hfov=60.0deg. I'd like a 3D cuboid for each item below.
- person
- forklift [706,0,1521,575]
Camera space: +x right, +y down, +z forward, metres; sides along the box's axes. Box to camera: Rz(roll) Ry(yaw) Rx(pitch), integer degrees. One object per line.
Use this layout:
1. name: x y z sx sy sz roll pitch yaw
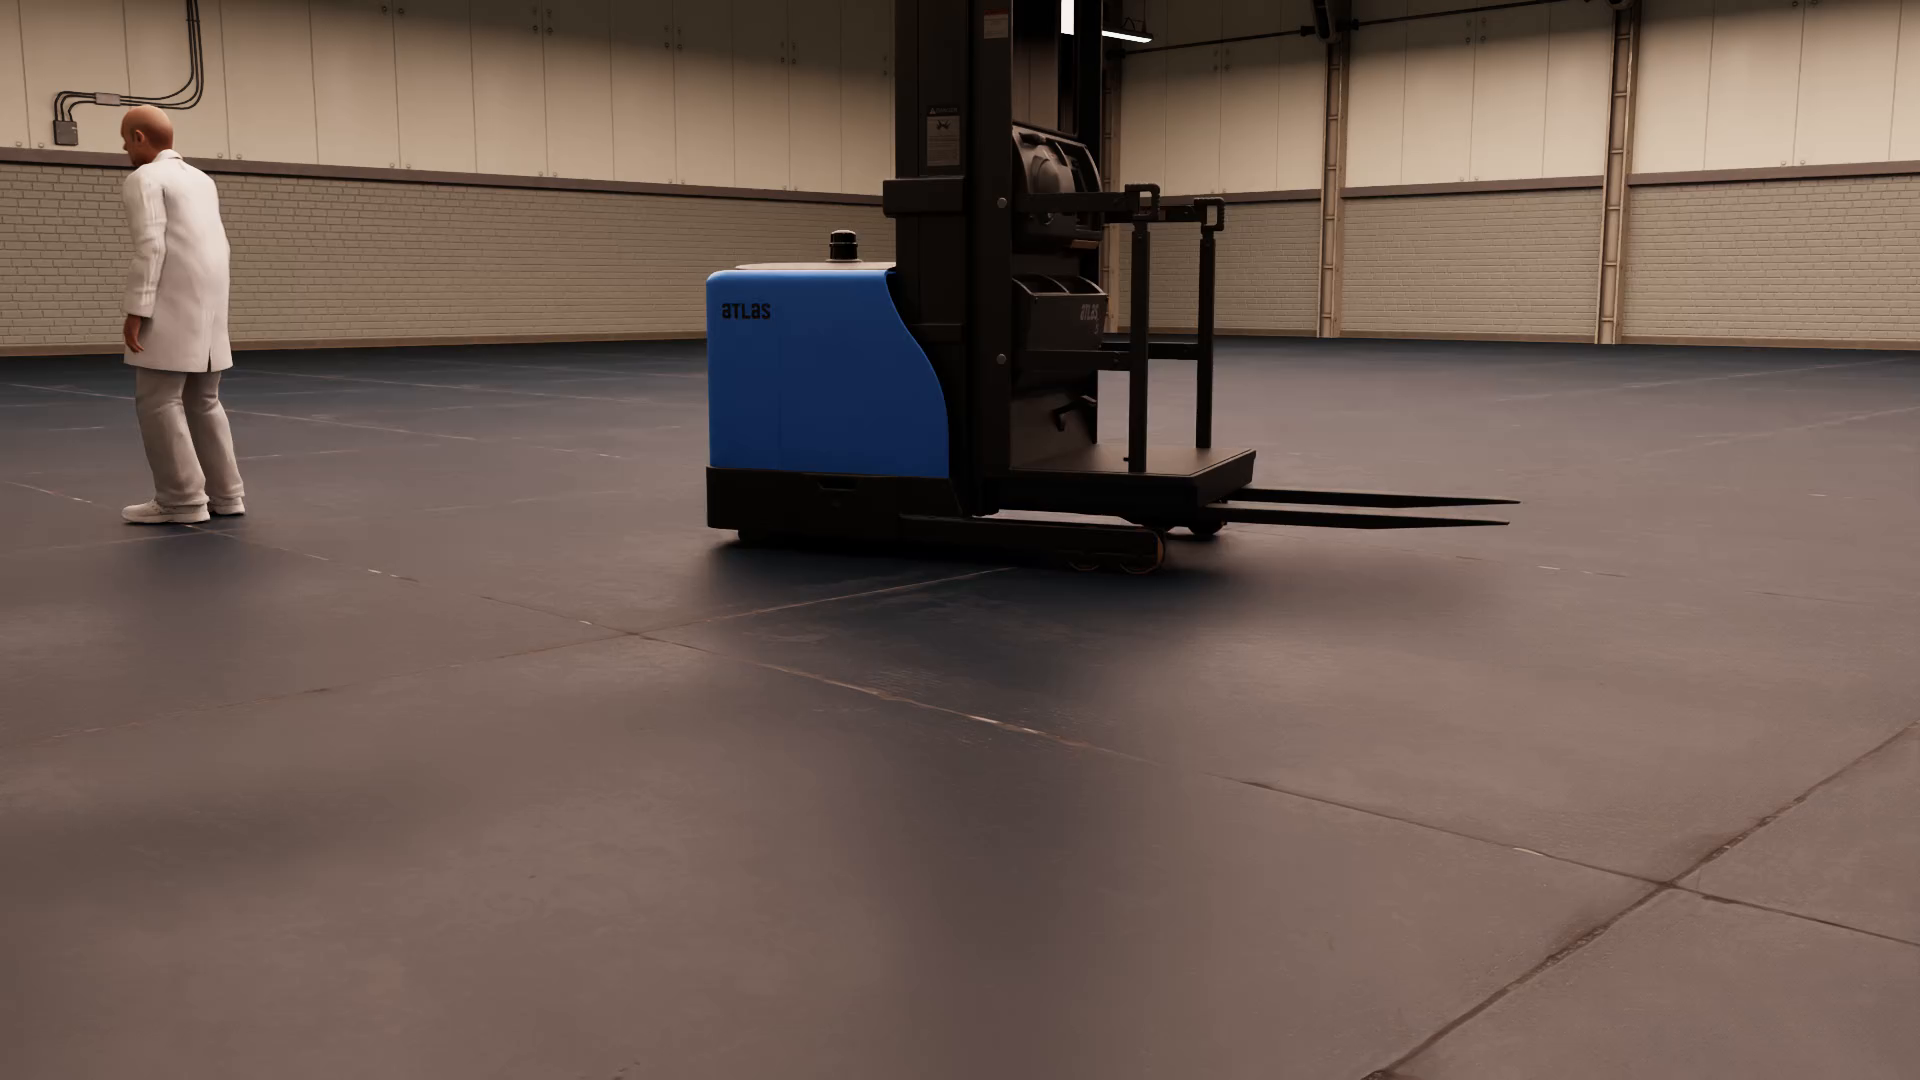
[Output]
1. person: -3.400 -0.968 7.192 0.436 1.773 0.650 1 9 8
2. forklift: 0.565 -1.416 6.275 3.031 2.935 1.130 3 9 22
